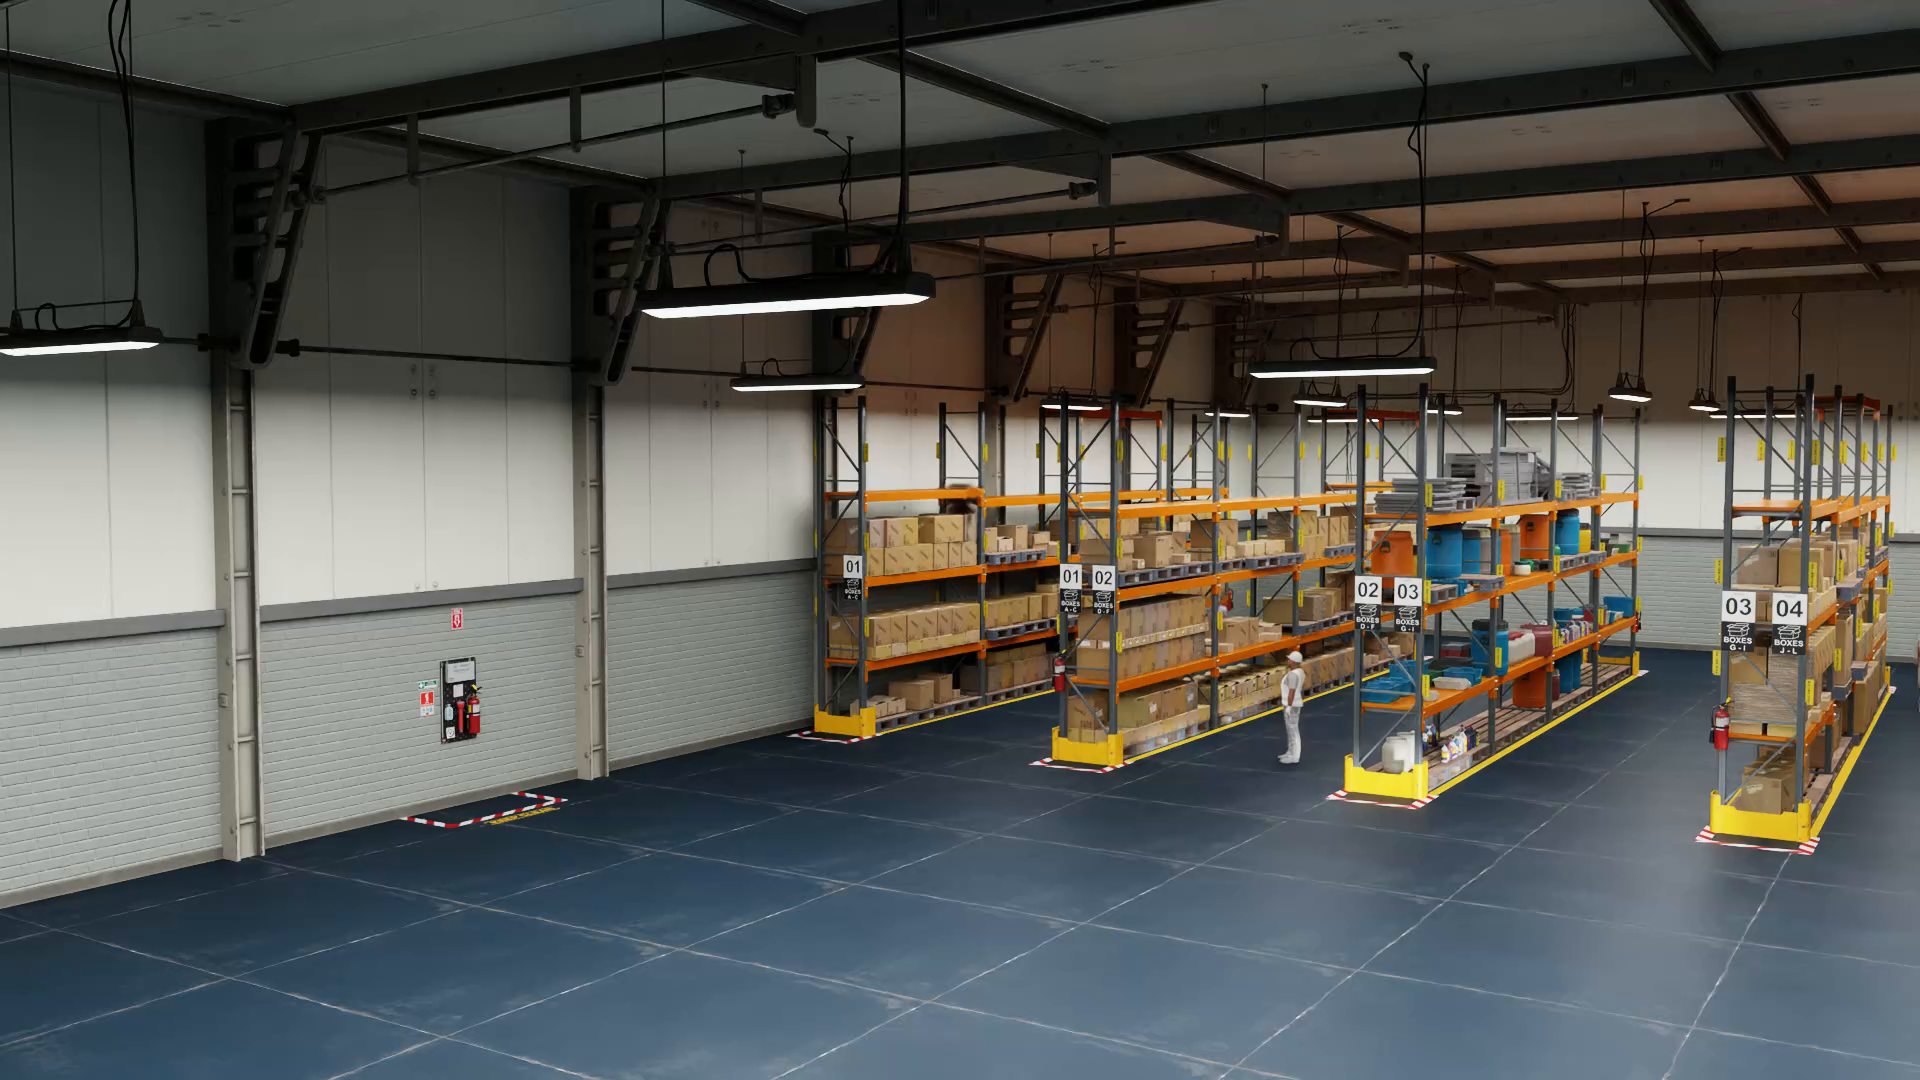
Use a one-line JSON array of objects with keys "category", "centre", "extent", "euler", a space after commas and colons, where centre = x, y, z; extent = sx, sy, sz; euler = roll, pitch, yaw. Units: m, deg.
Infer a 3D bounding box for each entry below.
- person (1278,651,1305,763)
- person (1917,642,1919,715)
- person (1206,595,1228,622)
[{"category": "person", "centre": [5.379, 2.688, 26.911], "extent": [0.420, 1.789, 0.616], "euler": [0, 3, 5]}, {"category": "person", "centre": [18.768, 2.470, 32.083], "extent": [0.508, 1.758, 0.995], "euler": [2, 4, 32]}, {"category": "person", "centre": [6.177, 2.115, 39.782], "extent": [0.572, 1.610, 0.927], "euler": [2, 4, 36]}]
